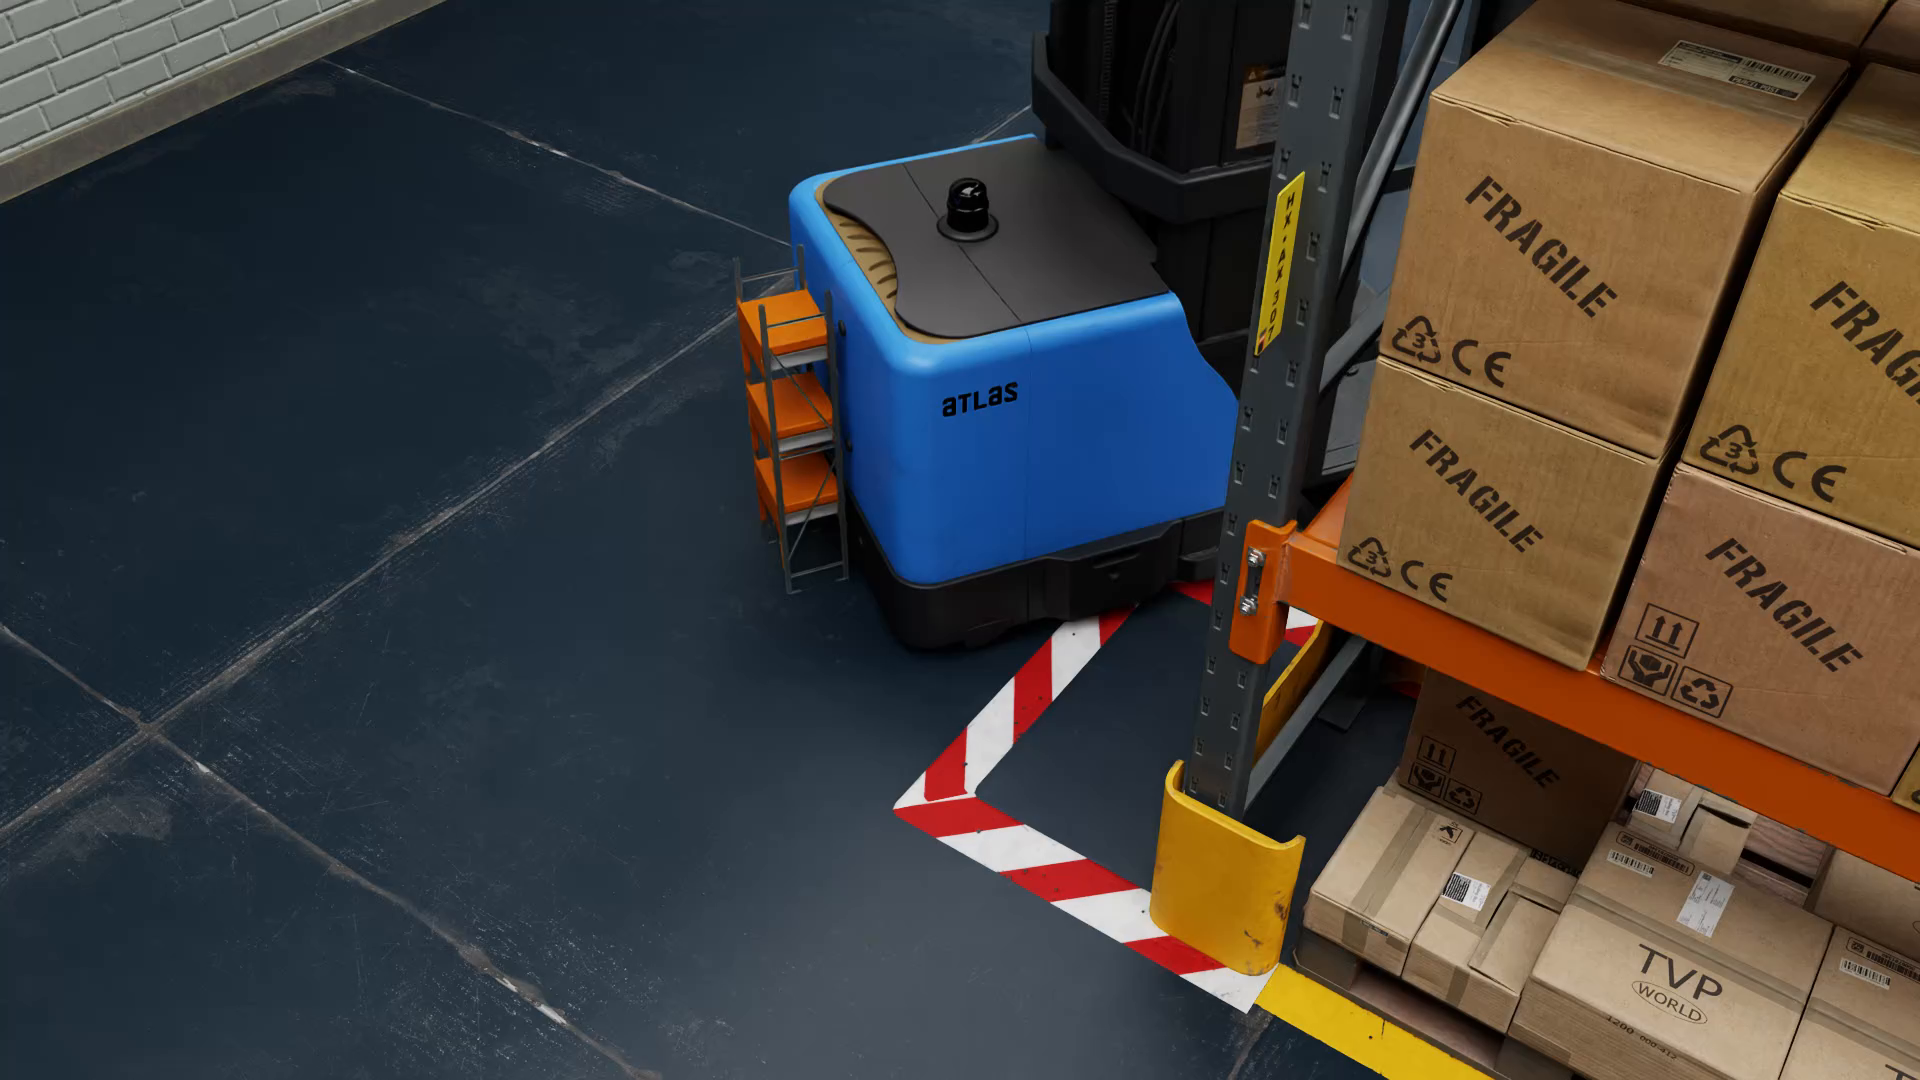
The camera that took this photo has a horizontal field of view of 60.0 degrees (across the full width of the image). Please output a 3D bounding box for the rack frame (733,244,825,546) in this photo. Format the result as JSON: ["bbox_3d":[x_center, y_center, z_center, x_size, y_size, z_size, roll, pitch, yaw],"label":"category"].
[{"bbox_3d":[-0.525,-0.400,4.909,0.200,1.050,0.008,-15,44,-16],"label":"rack frame"}]

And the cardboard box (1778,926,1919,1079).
[{"bbox_3d":[1.967,1.157,3.439,0.500,0.250,0.500,25,48,25],"label":"cardboard box"}]

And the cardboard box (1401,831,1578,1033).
[{"bbox_3d":[1.217,0.886,3.805,0.250,0.166,0.380,25,48,25],"label":"cardboard box"}]

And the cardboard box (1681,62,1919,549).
[{"bbox_3d":[1.511,-0.349,2.566,0.500,0.500,0.500,26,48,26],"label":"cardboard box"}]

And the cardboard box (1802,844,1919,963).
[{"bbox_3d":[2.214,0.865,3.766,0.500,0.250,0.500,25,48,25],"label":"cardboard box"}]

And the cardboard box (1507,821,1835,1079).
[{"bbox_3d":[1.558,0.966,3.653,0.500,0.250,0.500,25,48,25],"label":"cardboard box"}]

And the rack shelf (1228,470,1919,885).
[{"bbox_3d":[2.504,0.584,2.887,4.000,0.370,1.077,25,48,25],"label":"rack shelf"}]

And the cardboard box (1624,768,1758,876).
[{"bbox_3d":[1.733,0.720,3.990,0.250,0.166,0.380,25,48,25],"label":"cardboard box"}]

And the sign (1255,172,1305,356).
[{"bbox_3d":[0.555,-0.476,2.883,0.005,0.325,0.100,25,48,25],"label":"sign"}]

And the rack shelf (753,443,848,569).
[{"bbox_3d":[-0.480,-0.109,5.017,0.215,0.259,0.240,-15,44,-16],"label":"rack shelf"}]

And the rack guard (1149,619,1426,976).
[{"bbox_3d":[0.929,0.511,4.304,0.348,0.500,1.175,25,48,25],"label":"rack guard"}]

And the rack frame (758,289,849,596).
[{"bbox_3d":[-0.435,-0.248,4.740,0.200,1.050,0.008,-15,44,-16],"label":"rack frame"}]

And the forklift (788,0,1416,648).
[{"bbox_3d":[1.059,-1.401,4.618,3.031,2.935,1.130,-15,44,-16],"label":"forklift"}]

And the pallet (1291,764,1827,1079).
[{"bbox_3d":[1.582,0.924,4.060,1.213,0.211,1.003,25,48,25],"label":"pallet"}]

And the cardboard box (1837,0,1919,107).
[{"bbox_3d":[1.803,-0.646,2.898,0.500,0.500,0.500,26,48,26],"label":"cardboard box"}]

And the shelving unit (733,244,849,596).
[{"bbox_3d":[-0.480,-0.324,4.824,0.215,1.050,0.252,-15,44,-16],"label":"shelving unit"}]

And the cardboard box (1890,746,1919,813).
[{"bbox_3d":[1.913,0.216,2.685,0.500,0.500,0.500,25,47,25],"label":"cardboard box"}]

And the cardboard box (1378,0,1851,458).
[{"bbox_3d":[1.078,-0.545,2.785,0.500,0.500,0.500,27,48,27],"label":"cardboard box"}]

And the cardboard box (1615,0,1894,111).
[{"bbox_3d":[1.389,-0.839,3.113,0.500,0.500,0.500,25,47,25],"label":"cardboard box"}]

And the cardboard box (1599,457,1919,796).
[{"bbox_3d":[1.504,0.022,2.901,0.500,0.500,0.500,25,47,25],"label":"cardboard box"}]

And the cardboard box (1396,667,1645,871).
[{"bbox_3d":[1.453,0.392,4.107,0.500,0.500,0.500,25,48,25],"label":"cardboard box"}]

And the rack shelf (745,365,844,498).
[{"bbox_3d":[-0.480,-0.316,4.831,0.215,0.259,0.240,-15,44,-16],"label":"rack shelf"}]

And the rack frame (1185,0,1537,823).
[{"bbox_3d":[0.866,-0.449,3.503,0.127,3.000,1.000,25,48,25],"label":"rack frame"}]

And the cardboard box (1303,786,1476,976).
[{"bbox_3d":[1.012,0.797,3.918,0.250,0.149,0.380,25,48,25],"label":"cardboard box"}]

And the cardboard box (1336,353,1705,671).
[{"bbox_3d":[1.078,-0.173,3.119,0.500,0.500,0.500,26,48,26],"label":"cardboard box"}]

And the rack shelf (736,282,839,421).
[{"bbox_3d":[-0.481,-0.527,4.642,0.215,0.259,0.240,-15,44,-16],"label":"rack shelf"}]
